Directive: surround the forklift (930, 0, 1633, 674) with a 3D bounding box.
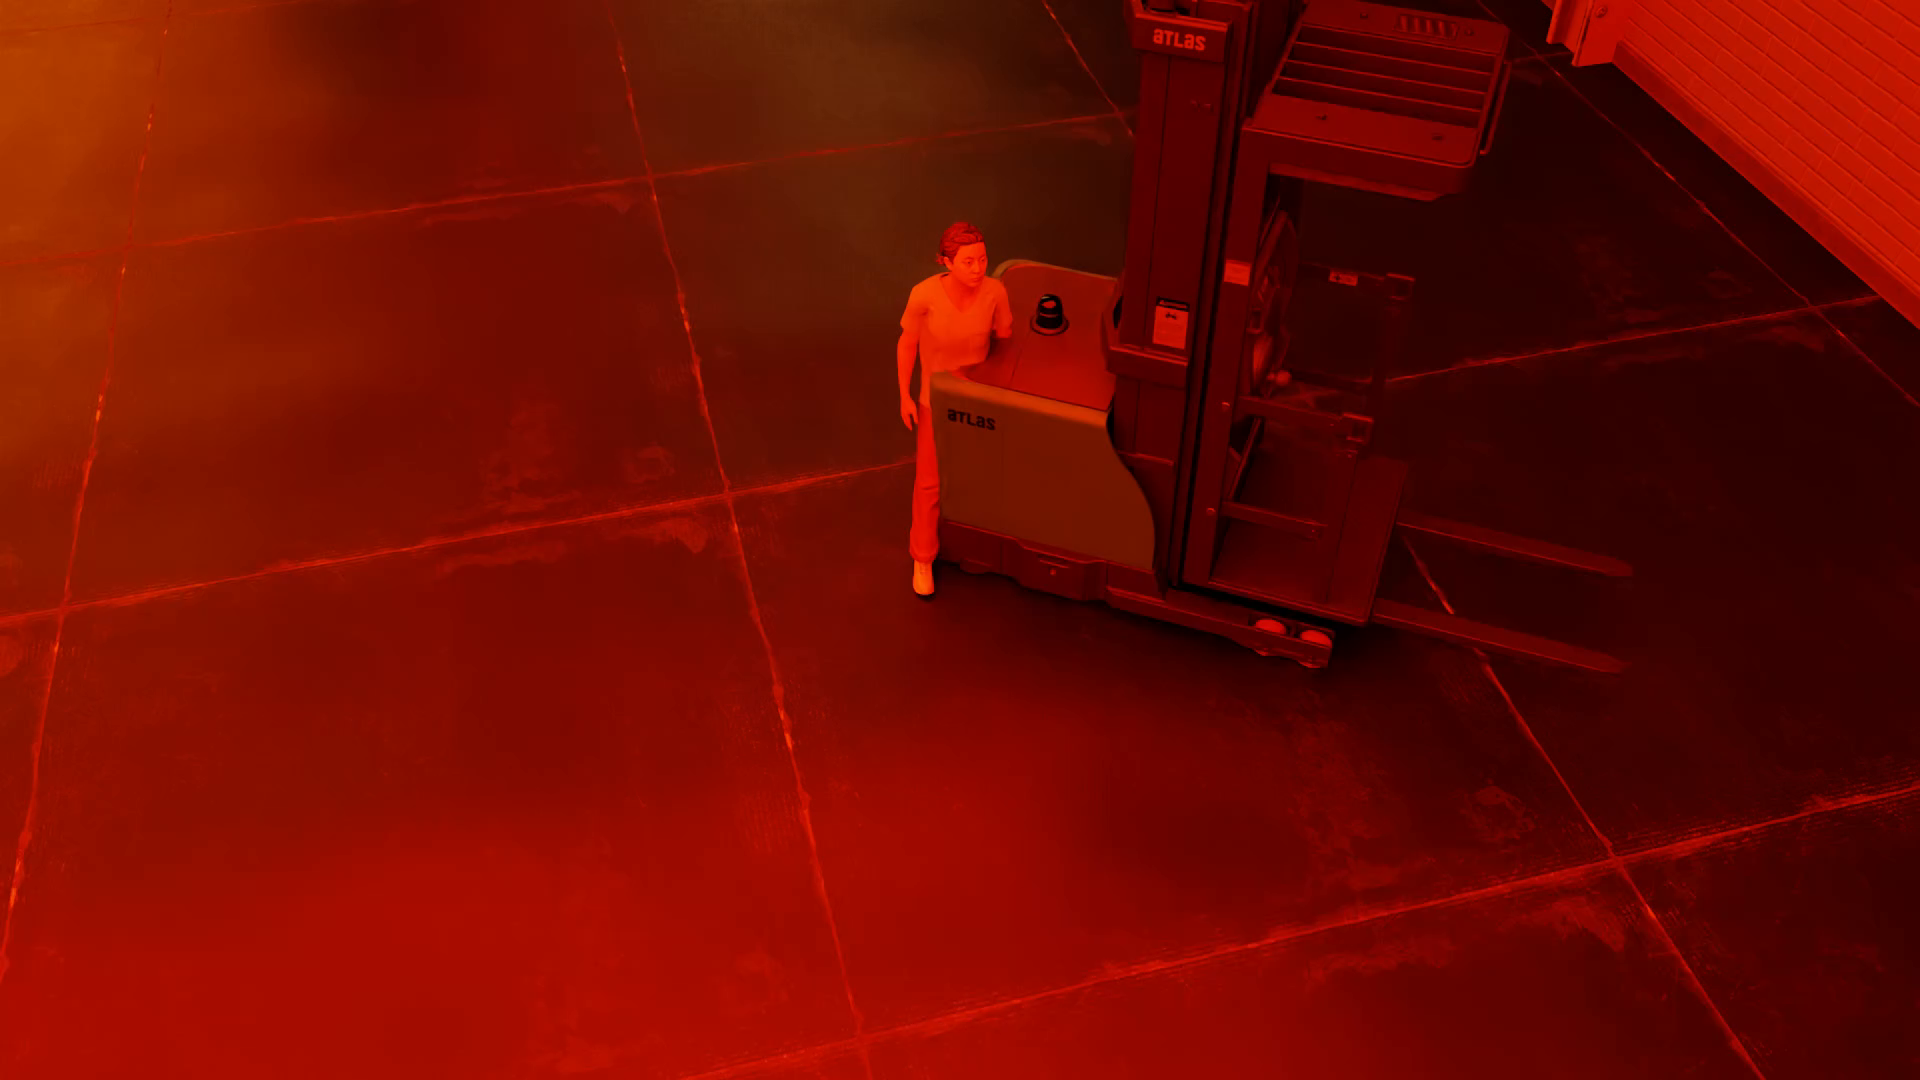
[{"bbox_3d":[1.430,-0.927,6.626,3.031,2.935,1.130,14,45,15],"label":"forklift"}]

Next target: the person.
[{"bbox_3d":[0.008,-0.563,7.144,0.553,1.673,0.548,-10,44,-11],"label":"person"}]
